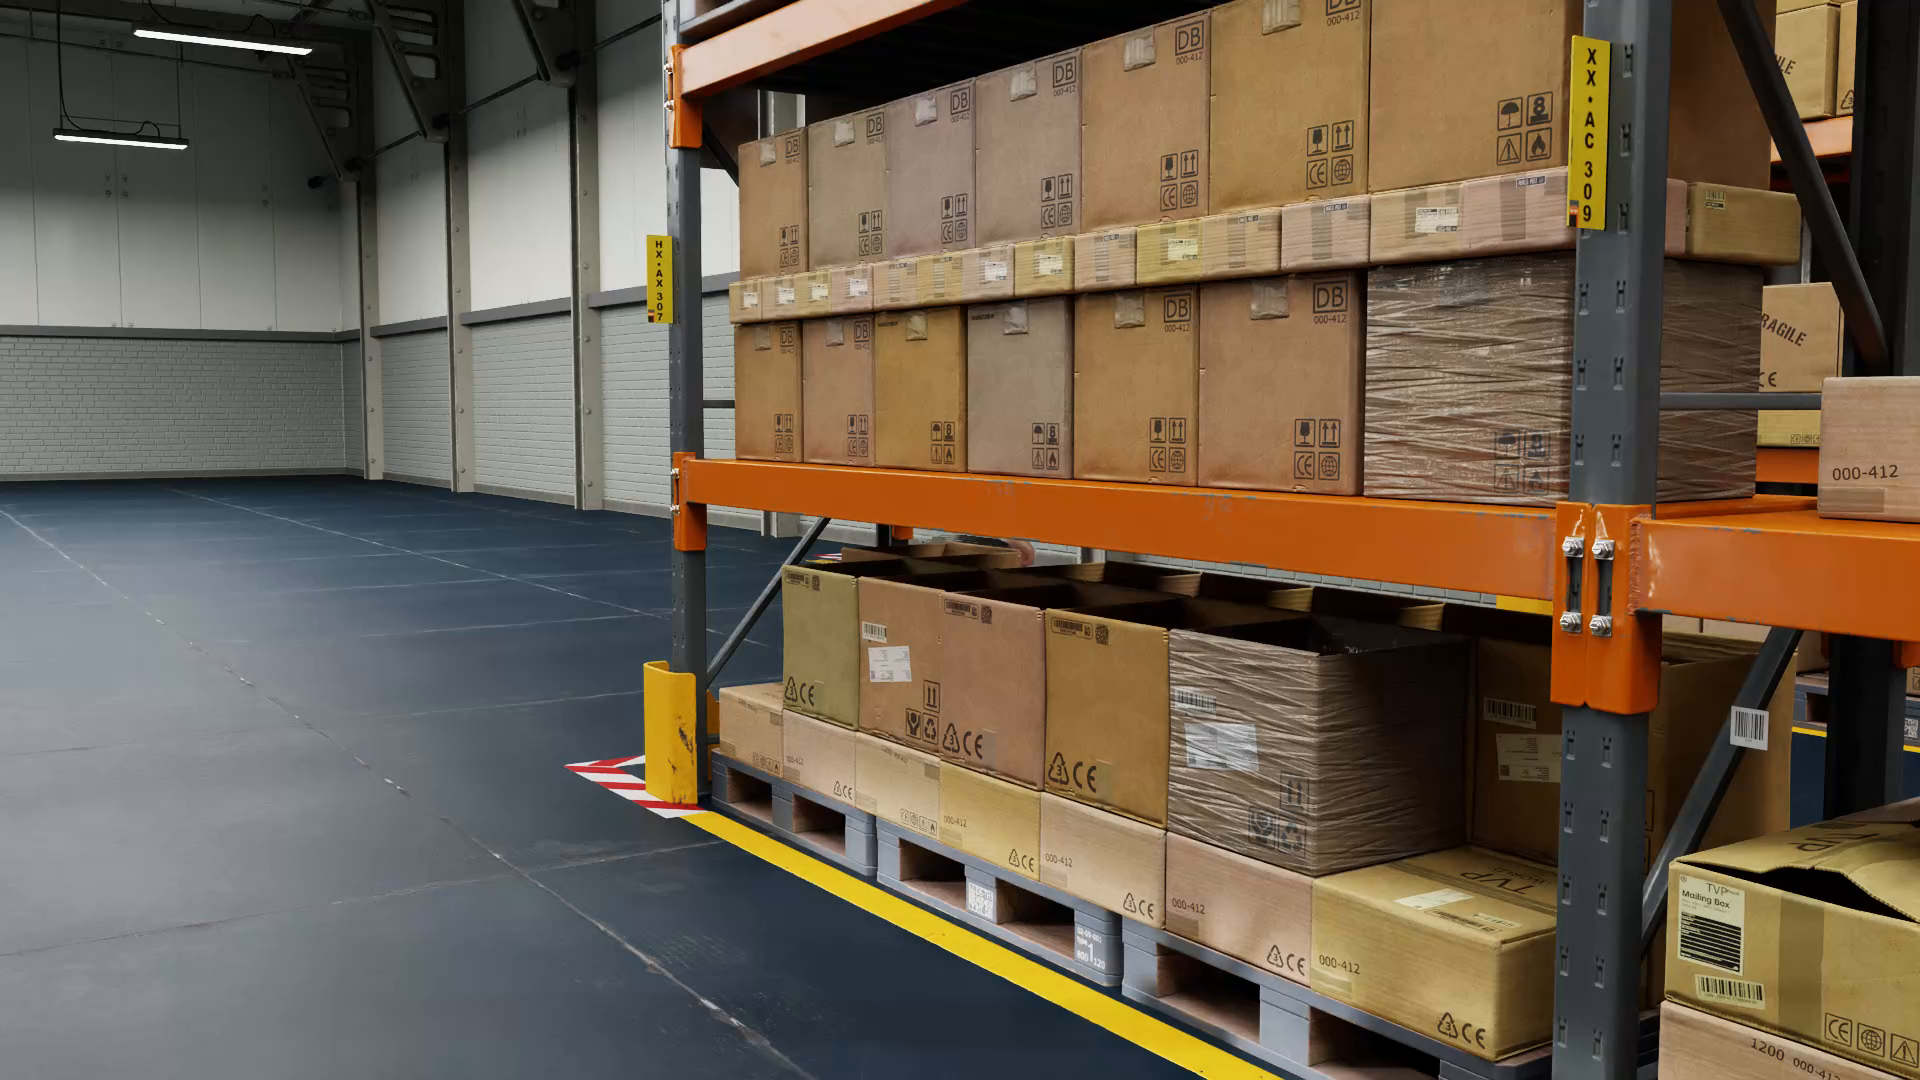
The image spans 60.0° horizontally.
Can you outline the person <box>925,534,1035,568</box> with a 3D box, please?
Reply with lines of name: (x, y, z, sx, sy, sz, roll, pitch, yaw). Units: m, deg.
person: (0.060, 0.359, 9.535, 0.939, 0.790, 0.505, -3, 6, -35)
